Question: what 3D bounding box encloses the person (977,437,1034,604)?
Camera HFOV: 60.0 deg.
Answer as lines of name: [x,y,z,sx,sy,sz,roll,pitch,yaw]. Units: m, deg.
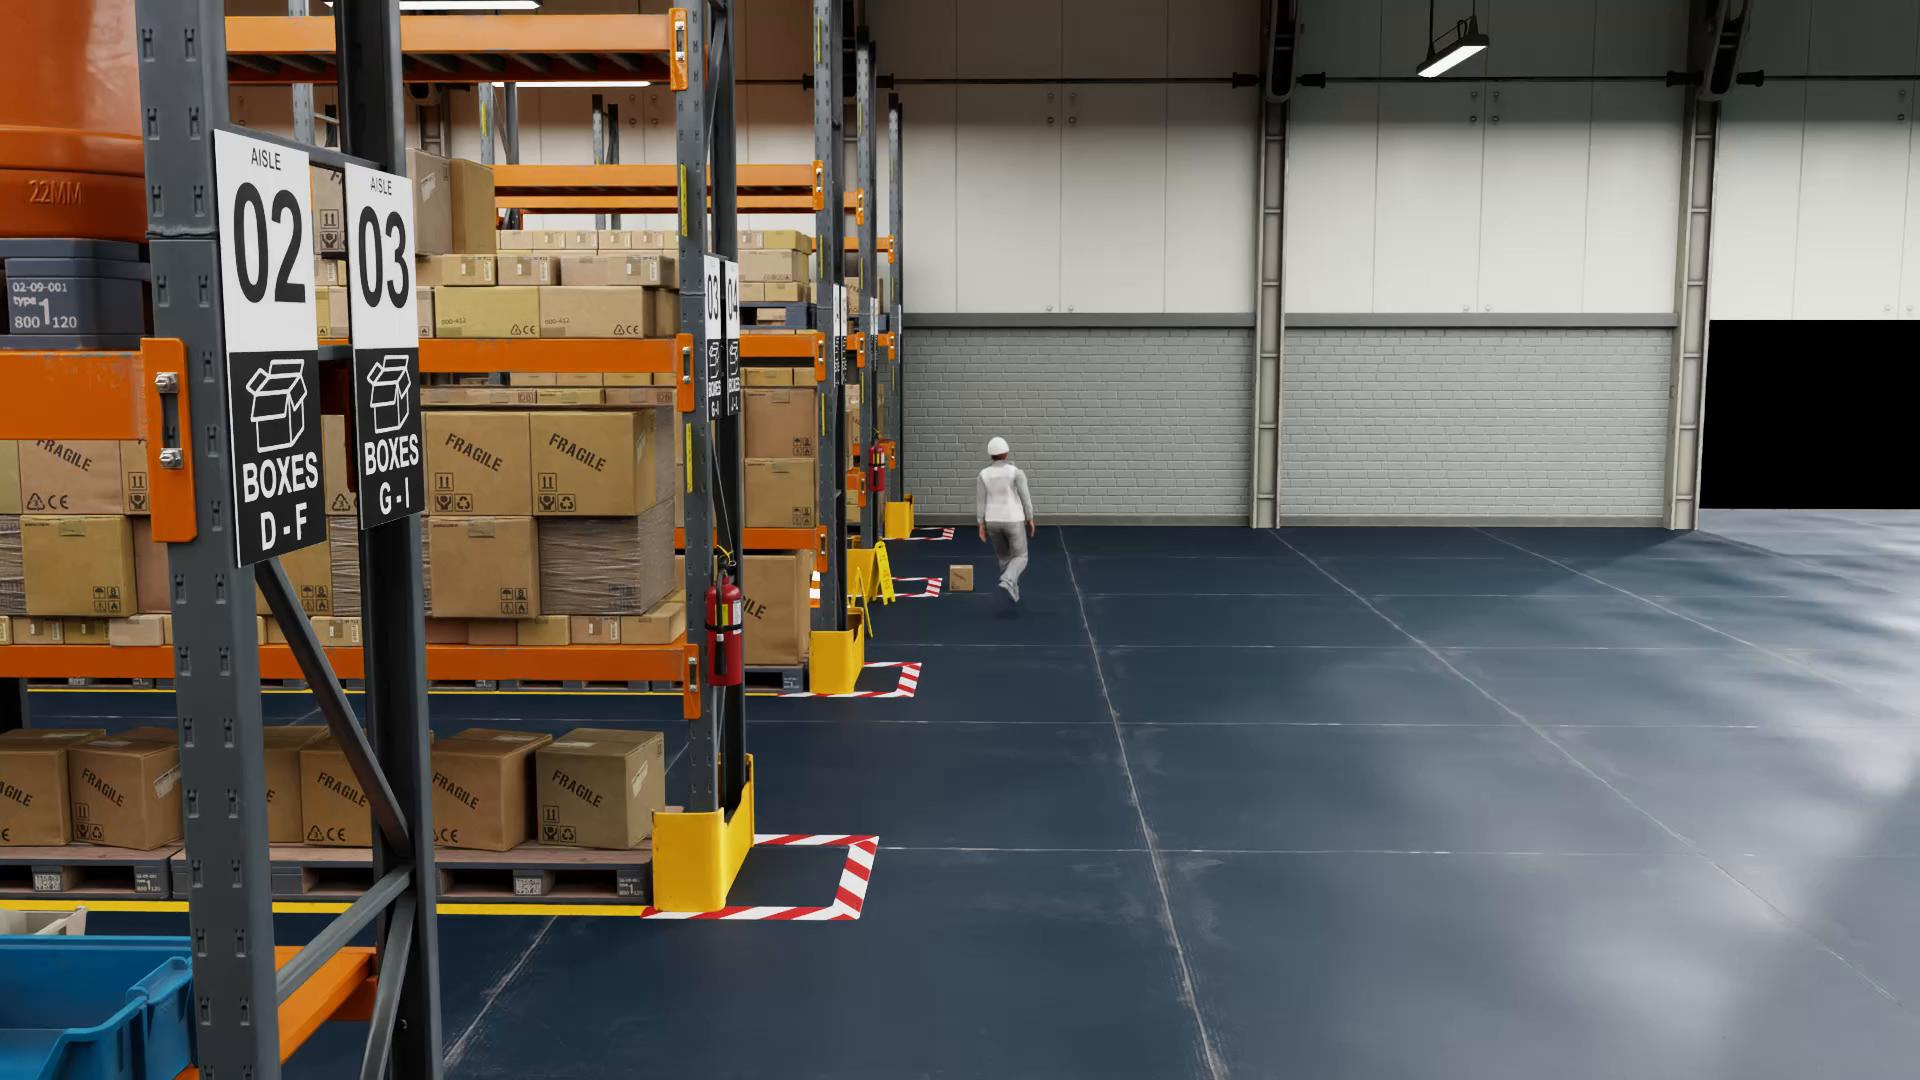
person: [0.466,-0.192,17.142,0.584,1.741,0.796,3,8,20]
